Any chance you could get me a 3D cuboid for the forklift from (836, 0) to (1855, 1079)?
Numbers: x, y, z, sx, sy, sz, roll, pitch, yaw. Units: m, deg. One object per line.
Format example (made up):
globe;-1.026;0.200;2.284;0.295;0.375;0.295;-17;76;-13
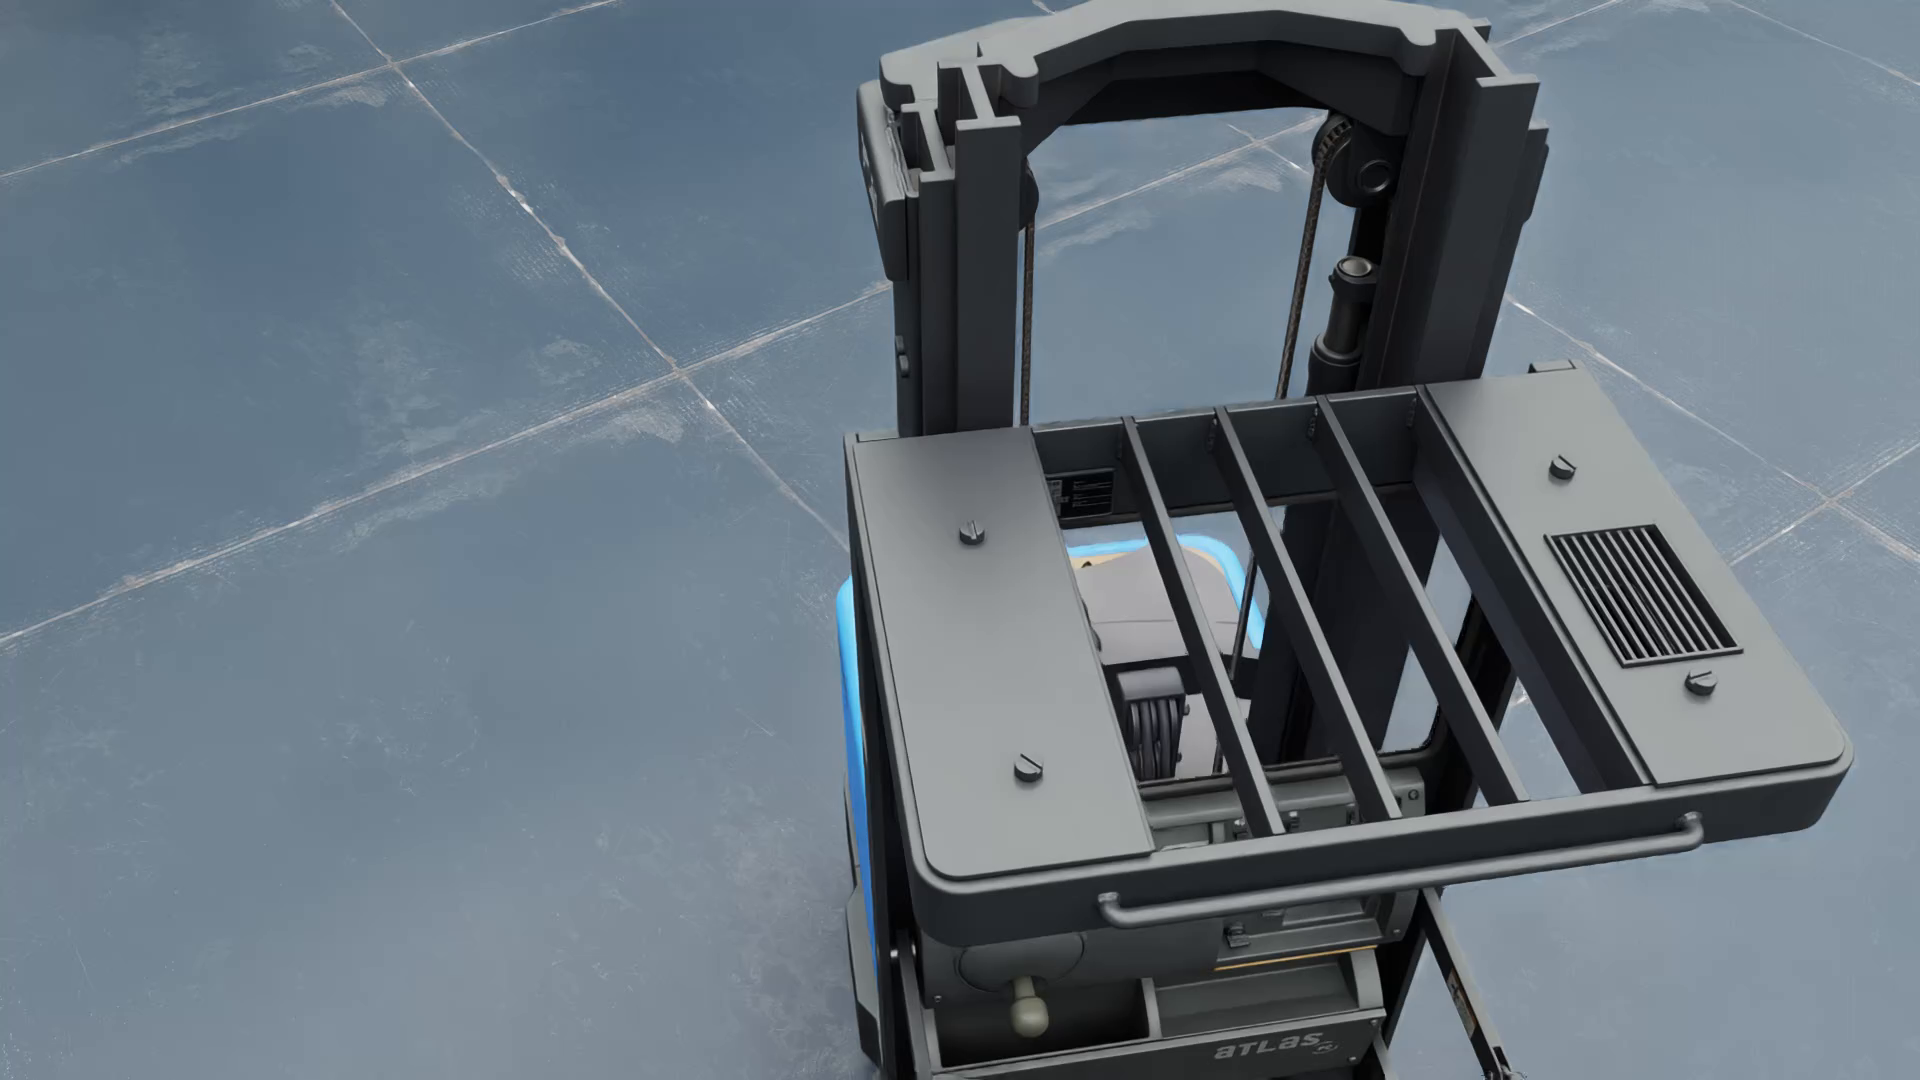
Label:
forklift;0.421;0.745;2.848;1.130;2.935;3.031;-6;44;-7
